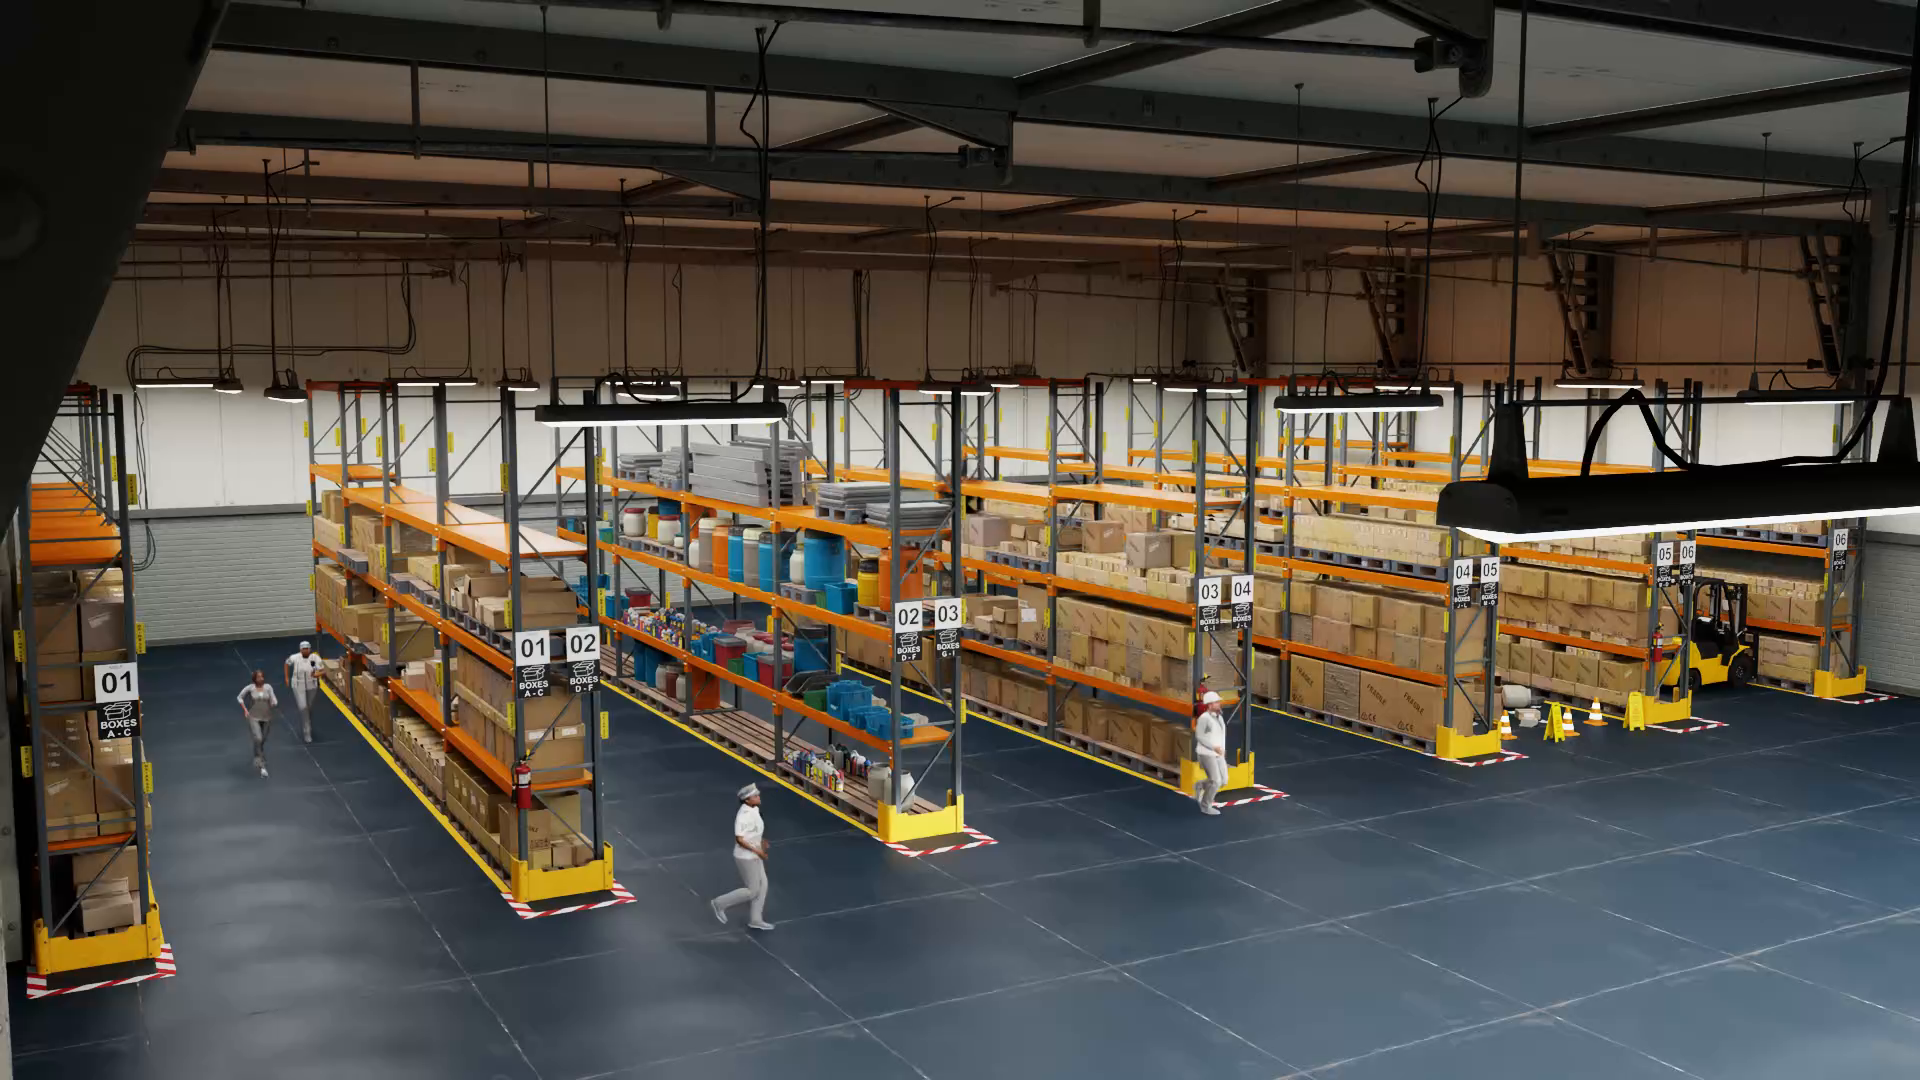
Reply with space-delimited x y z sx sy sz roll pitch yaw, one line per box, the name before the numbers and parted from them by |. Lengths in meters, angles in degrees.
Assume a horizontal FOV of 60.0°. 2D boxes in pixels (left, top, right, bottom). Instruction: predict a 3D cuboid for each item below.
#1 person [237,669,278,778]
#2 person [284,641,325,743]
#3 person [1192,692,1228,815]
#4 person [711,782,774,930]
person | -10.818 2.806 25.684 0.534 1.612 0.830 -5 8 -40
person | -11.061 2.533 28.120 0.627 1.713 0.874 -3 7 -26
person | 3.527 2.986 23.433 0.607 1.729 0.690 4 7 34
person | -2.429 3.537 18.634 0.684 1.688 0.583 0 6 2
